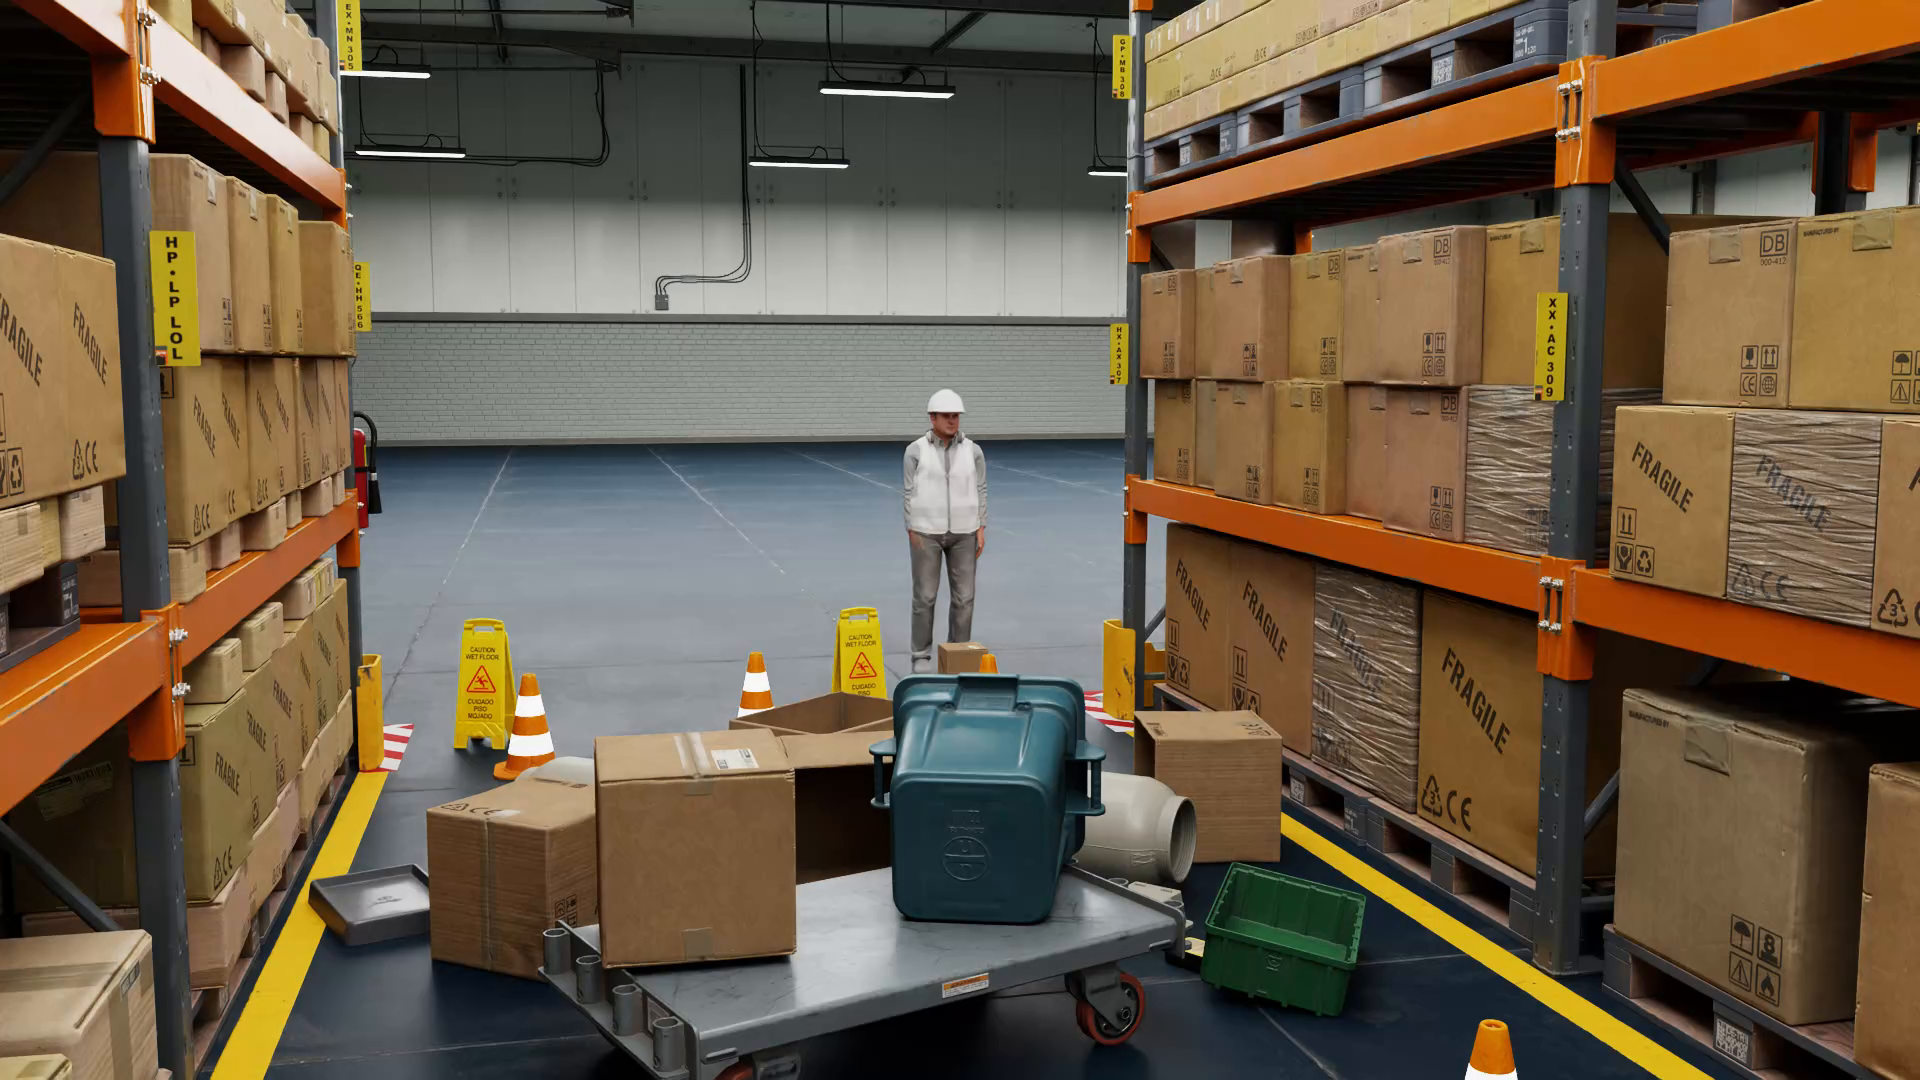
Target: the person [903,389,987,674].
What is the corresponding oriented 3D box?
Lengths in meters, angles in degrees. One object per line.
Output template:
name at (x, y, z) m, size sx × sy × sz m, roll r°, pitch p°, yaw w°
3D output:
person at (-0.084, -0.046, 10.300) m, size 0.532 × 1.768 × 0.360 m, roll -1°, pitch 6°, yaw -12°
